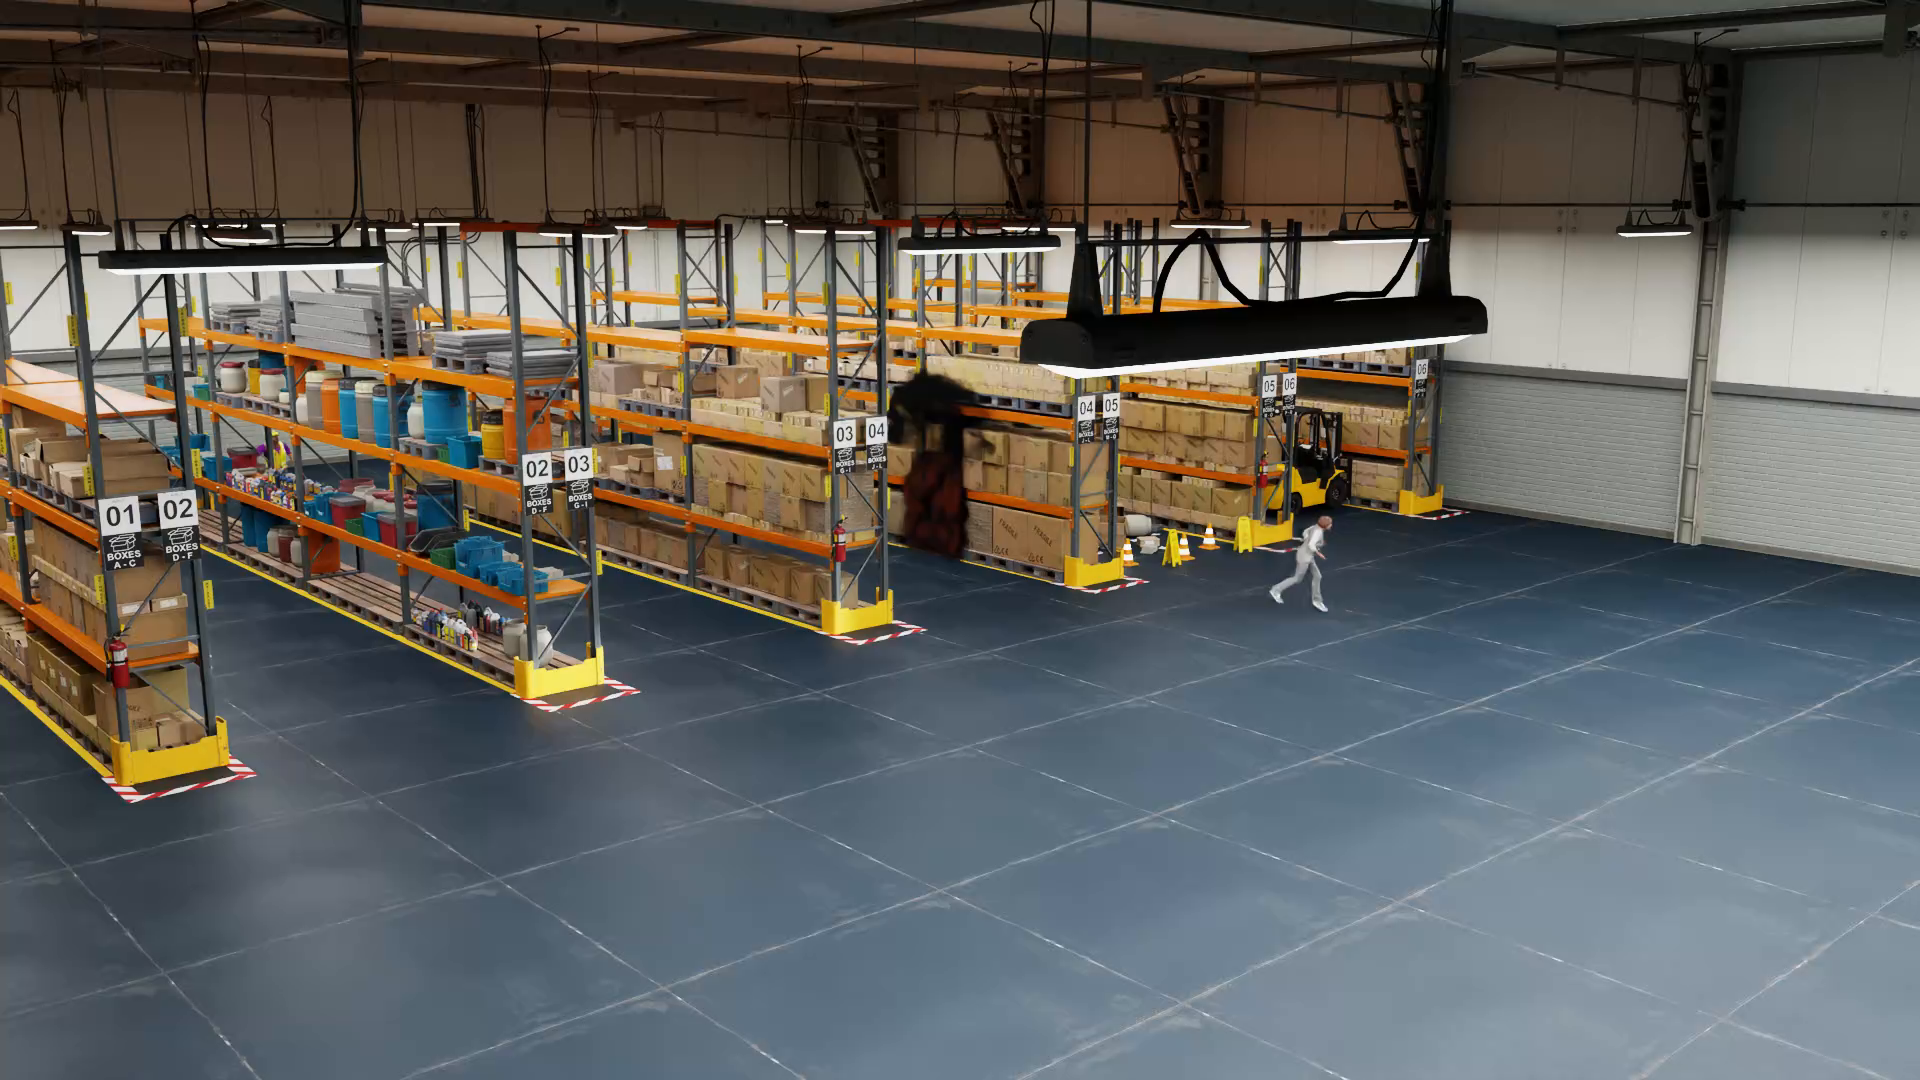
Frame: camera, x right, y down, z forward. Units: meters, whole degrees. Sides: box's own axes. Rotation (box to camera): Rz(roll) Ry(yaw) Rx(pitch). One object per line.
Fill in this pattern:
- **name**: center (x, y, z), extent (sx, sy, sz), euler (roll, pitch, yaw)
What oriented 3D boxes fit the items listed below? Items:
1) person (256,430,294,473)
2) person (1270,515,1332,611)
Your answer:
- **person**: center (-14.176, -1.416, 34.495), extent (0.652, 1.760, 0.828), euler (7, 13, 30)
- **person**: center (5.397, 0.357, 26.353), extent (0.920, 1.546, 0.576), euler (1, 12, 7)
